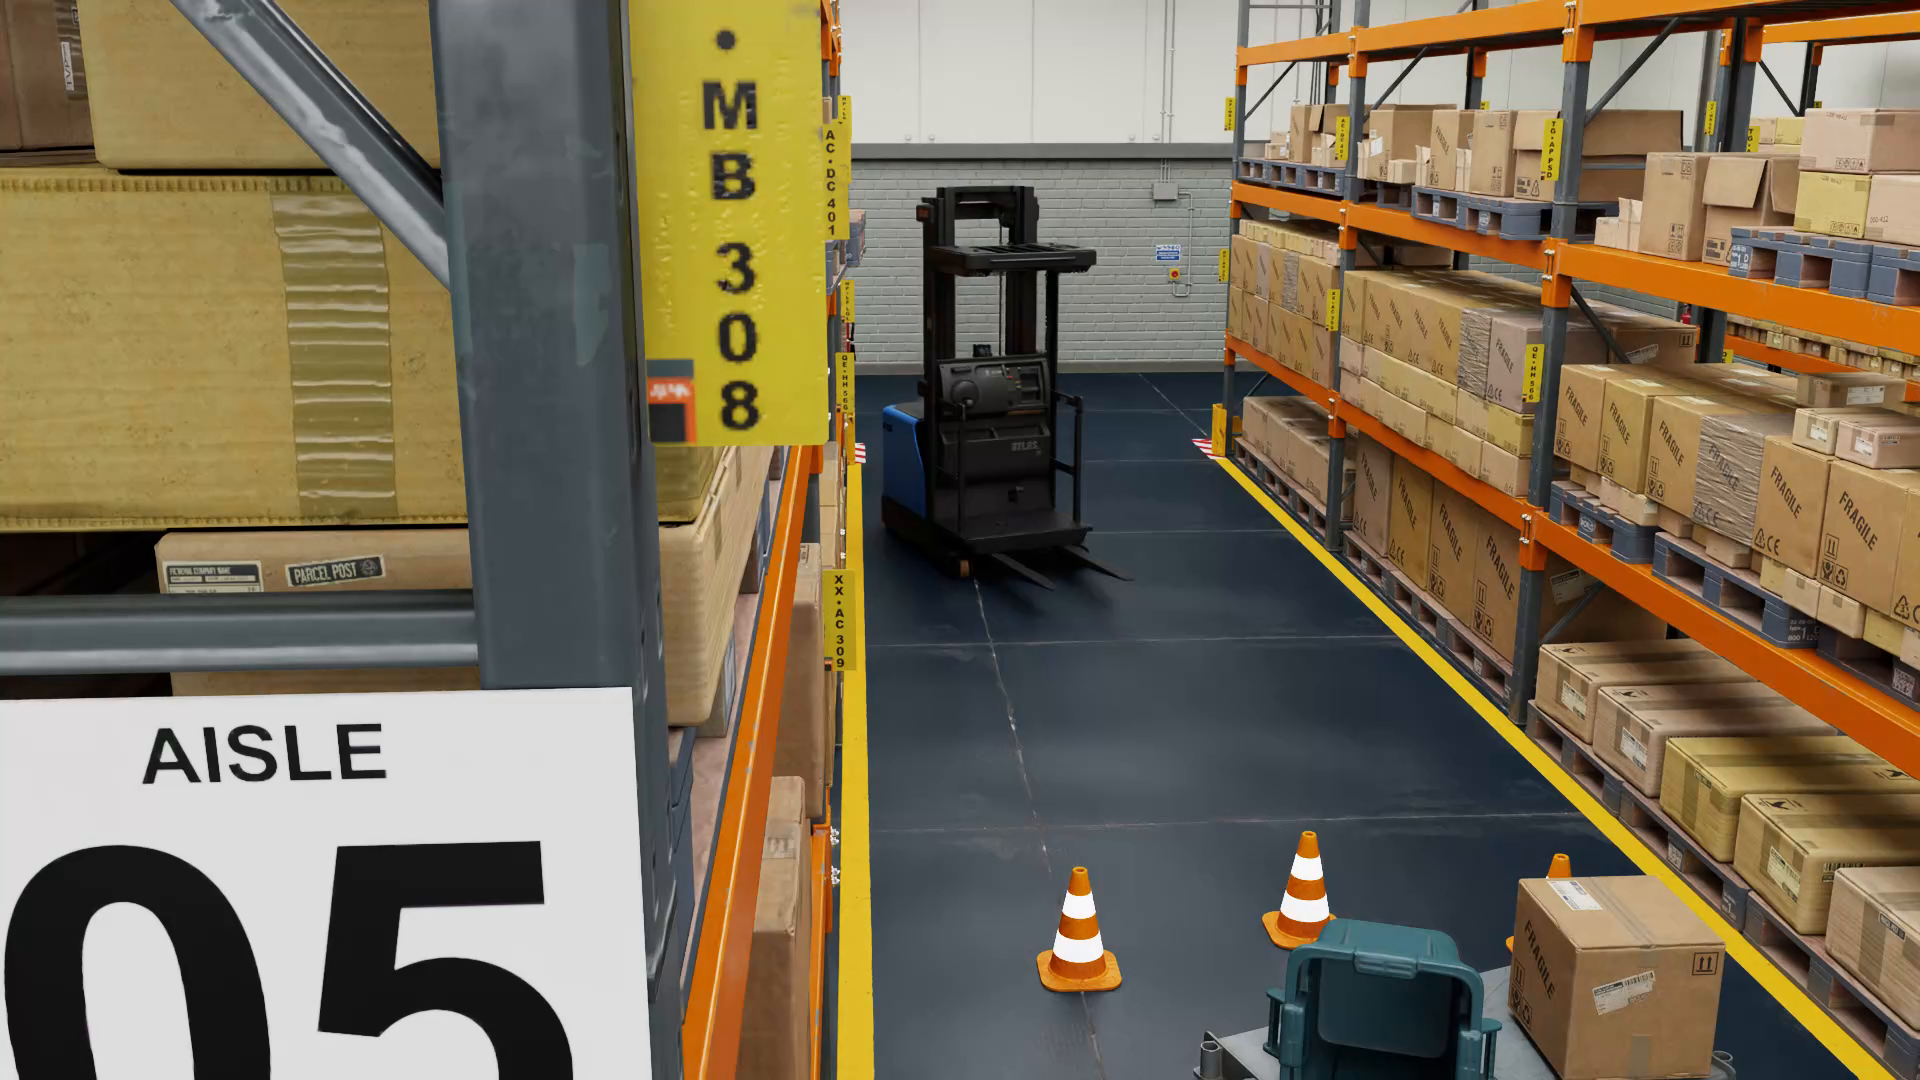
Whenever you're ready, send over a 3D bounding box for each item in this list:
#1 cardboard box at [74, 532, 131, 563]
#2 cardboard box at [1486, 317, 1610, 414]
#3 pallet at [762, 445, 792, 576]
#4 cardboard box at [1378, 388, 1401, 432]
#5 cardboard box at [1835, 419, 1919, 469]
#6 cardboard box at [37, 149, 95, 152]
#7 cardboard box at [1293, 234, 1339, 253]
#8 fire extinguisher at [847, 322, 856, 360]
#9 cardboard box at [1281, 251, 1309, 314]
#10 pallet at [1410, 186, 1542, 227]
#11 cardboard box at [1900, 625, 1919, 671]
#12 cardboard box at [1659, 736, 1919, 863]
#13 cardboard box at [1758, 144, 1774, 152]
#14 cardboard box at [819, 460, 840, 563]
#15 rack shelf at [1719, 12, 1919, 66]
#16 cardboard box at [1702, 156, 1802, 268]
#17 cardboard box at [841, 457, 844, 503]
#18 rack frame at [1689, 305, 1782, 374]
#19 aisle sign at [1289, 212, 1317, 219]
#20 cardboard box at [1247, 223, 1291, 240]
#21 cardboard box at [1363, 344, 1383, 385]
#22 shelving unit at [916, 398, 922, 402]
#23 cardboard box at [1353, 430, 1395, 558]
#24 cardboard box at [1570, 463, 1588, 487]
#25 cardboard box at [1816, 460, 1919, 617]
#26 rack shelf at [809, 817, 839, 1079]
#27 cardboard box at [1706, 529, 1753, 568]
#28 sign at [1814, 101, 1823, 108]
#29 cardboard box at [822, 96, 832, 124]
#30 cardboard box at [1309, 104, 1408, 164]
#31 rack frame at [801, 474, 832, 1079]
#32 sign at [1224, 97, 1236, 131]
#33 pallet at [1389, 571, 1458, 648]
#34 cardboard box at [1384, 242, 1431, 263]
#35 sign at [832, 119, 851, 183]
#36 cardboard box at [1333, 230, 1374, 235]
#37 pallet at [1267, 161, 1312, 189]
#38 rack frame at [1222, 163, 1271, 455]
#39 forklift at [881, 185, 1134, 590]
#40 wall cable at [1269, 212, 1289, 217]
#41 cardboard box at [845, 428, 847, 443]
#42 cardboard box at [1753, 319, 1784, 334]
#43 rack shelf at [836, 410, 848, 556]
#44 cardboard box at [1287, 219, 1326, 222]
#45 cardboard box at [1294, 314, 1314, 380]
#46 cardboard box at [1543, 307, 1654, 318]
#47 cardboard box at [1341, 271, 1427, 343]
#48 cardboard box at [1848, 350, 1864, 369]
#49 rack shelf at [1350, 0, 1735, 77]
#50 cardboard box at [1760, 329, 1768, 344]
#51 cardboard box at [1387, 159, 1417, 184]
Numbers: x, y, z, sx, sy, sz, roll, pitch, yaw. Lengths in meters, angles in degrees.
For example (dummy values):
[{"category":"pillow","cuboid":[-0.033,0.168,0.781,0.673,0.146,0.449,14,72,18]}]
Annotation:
[{"category":"cardboard box","cuboid":[-1.068,-0.076,1.744,0.380,0.149,0.250,-1,14,-3]},{"category":"cardboard box","cuboid":[3.468,-1.038,9.833,0.500,0.500,0.500,-1,14,-5]},{"category":"pallet","cuboid":[-0.813,-0.188,2.894,1.003,0.211,1.213,-1,14,-3]},{"category":"cardboard box","cuboid":[3.326,-0.933,11.934,0.500,0.250,0.500,-1,14,-4]},{"category":"cardboard box","cuboid":[3.699,-0.378,6.535,0.380,0.149,0.250,-1,14,-5]},{"category":"cardboard box","cuboid":[-1.017,-0.307,1.842,0.500,0.250,0.500,-1,14,-3]},{"category":"cardboard box","cuboid":[3.160,-2.613,14.653,0.380,0.149,0.250,-1,14,-5]},{"category":"fire extinguisher","cuboid":[-1.224,-2.120,17.151,0.296,0.674,0.183,-1,14,-3]},{"category":"cardboard box","cuboid":[3.144,-2.274,14.637,0.500,0.500,0.500,-1,14,-3]},{"category":"pallet","cuboid":[3.596,-2.179,10.836,1.003,0.211,1.213,0,14,-1]},{"category":"cardboard box","cuboid":[3.701,0.409,6.079,0.380,0.149,0.250,-1,14,-3]},{"category":"cardboard box","cuboid":[3.881,1.201,7.768,0.950,0.372,0.625,0,14,-2]},{"category":"cardboard box","cuboid":[8.026,-3.731,16.193,0.500,0.250,0.500,-1,14,-2]},{"category":"cardboard box","cuboid":[-0.848,-0.096,8.177,0.500,0.500,0.500,-1,14,-3]},{"category":"rack shelf","cuboid":[8.343,-4.506,14.930,1.077,0.370,4.000,-1,14,-3]},{"category":"cardboard box","cuboid":[3.884,-1.504,7.627,0.797,0.503,0.637,-1,14,-3]},{"category":"cardboard box","cuboid":[-1.123,-0.449,12.419,0.500,0.250,0.500,-1,14,-5]},{"category":"rack frame","cuboid":[8.219,-2.448,17.520,1.000,3.000,0.127,-1,14,-3]},{"category":"aisle sign","cuboid":[3.570,-3.652,16.983,0.394,0.787,0.004,-1,14,-3]},{"category":"cardboard box","cuboid":[3.000,-2.994,16.134,0.380,0.149,0.250,0,14,-2]},{"category":"cardboard box","cuboid":[3.319,-1.302,12.364,0.500,0.250,0.500,-1,14,-3]},{"category":"shelving unit","cuboid":[-0.264,-0.725,14.706,0.215,1.050,0.252,-2,11,-9]},{"category":"cardboard box","cuboid":[3.631,-0.397,12.970,0.875,0.875,0.875,0,14,-2]},{"category":"cardboard box","cuboid":[3.595,-0.379,9.140,0.380,0.149,0.250,-2,15,-7]},{"category":"cardboard box","cuboid":[3.719,-0.016,6.430,0.500,0.500,0.500,-1,14,-3]},{"category":"rack shelf","cuboid":[-0.802,1.561,3.381,1.077,0.370,4.000,-1,14,-3]},{"category":"cardboard box","cuboid":[3.647,0.024,7.575,0.380,0.149,0.250,0,14,-2]},{"category":"sign","cuboid":[8.774,-4.333,17.050,0.100,0.325,0.005,-1,14,-3]},{"category":"cardboard box","cuboid":[-0.786,-1.604,6.977,0.500,0.500,0.500,-1,14,-3]},{"category":"cardboard box","cuboid":[3.397,-3.465,14.203,0.797,0.503,0.637,0,14,1]},{"category":"rack frame","cuboid":[-0.926,0.716,5.225,1.000,3.000,0.127,-1,14,-3]},{"category":"sign","cuboid":[2.711,-4.278,16.699,0.100,0.325,0.005,-1,14,-3]},{"category":"pallet","cuboid":[3.714,0.470,11.777,1.003,0.211,1.213,-1,14,-3]},{"category":"cardboard box","cuboid":[3.720,-2.368,13.702,0.380,0.149,0.250,-1,14,-3]},{"category":"sign","cuboid":[-0.619,-2.027,8.669,0.100,0.325,0.005,-1,14,-3]},{"category":"cardboard box","cuboid":[3.618,-2.749,15.181,0.380,0.149,0.250,0,14,-2]},{"category":"pallet","cuboid":[3.400,-3.292,14.958,1.003,0.211,1.213,-1,14,-3]},{"category":"rack frame","cuboid":[3.265,-2.370,17.219,1.000,3.000,0.127,-1,14,-3]},{"category":"forklift","cuboid":[0.362,-1.235,12.944,1.130,2.935,3.031,-6,16,-22]},{"category":"wall cable","cuboid":[4.307,-4.289,22.638,0.588,1.984,0.122,-1,14,-3]},{"category":"cardboard box","cuboid":[-1.257,-0.995,15.557,0.380,0.149,0.250,0,14,-1]},{"category":"cardboard box","cuboid":[8.044,-2.151,16.070,0.500,0.250,0.500,-1,14,-4]},{"category":"rack shelf","cuboid":[-1.298,-0.428,11.114,1.077,0.370,4.000,-1,14,-3]},{"category":"cardboard box","cuboid":[3.487,-3.131,16.666,0.380,0.149,0.250,-1,14,-3]},{"category":"cardboard box","cuboid":[3.192,-1.663,14.270,0.500,0.500,0.500,-1,14,-5]},{"category":"cardboard box","cuboid":[3.934,-1.163,10.319,0.500,0.500,0.500,-1,14,-3]},{"category":"cardboard box","cuboid":[3.253,-1.794,12.773,0.500,0.500,0.500,-1,14,-3]},{"category":"cardboard box","cuboid":[8.128,-1.601,14.734,0.380,0.149,0.250,-1,14,-2]},{"category":"rack shelf","cuboid":[3.637,-3.241,10.811,1.077,0.370,4.000,-1,14,-3]},{"category":"cardboard box","cuboid":[8.055,-1.983,16.218,0.380,0.149,0.250,-1,14,-3]},{"category":"cardboard box","cuboid":[3.242,-2.598,11.711,0.380,0.166,0.250,-2,15,-7]}]
